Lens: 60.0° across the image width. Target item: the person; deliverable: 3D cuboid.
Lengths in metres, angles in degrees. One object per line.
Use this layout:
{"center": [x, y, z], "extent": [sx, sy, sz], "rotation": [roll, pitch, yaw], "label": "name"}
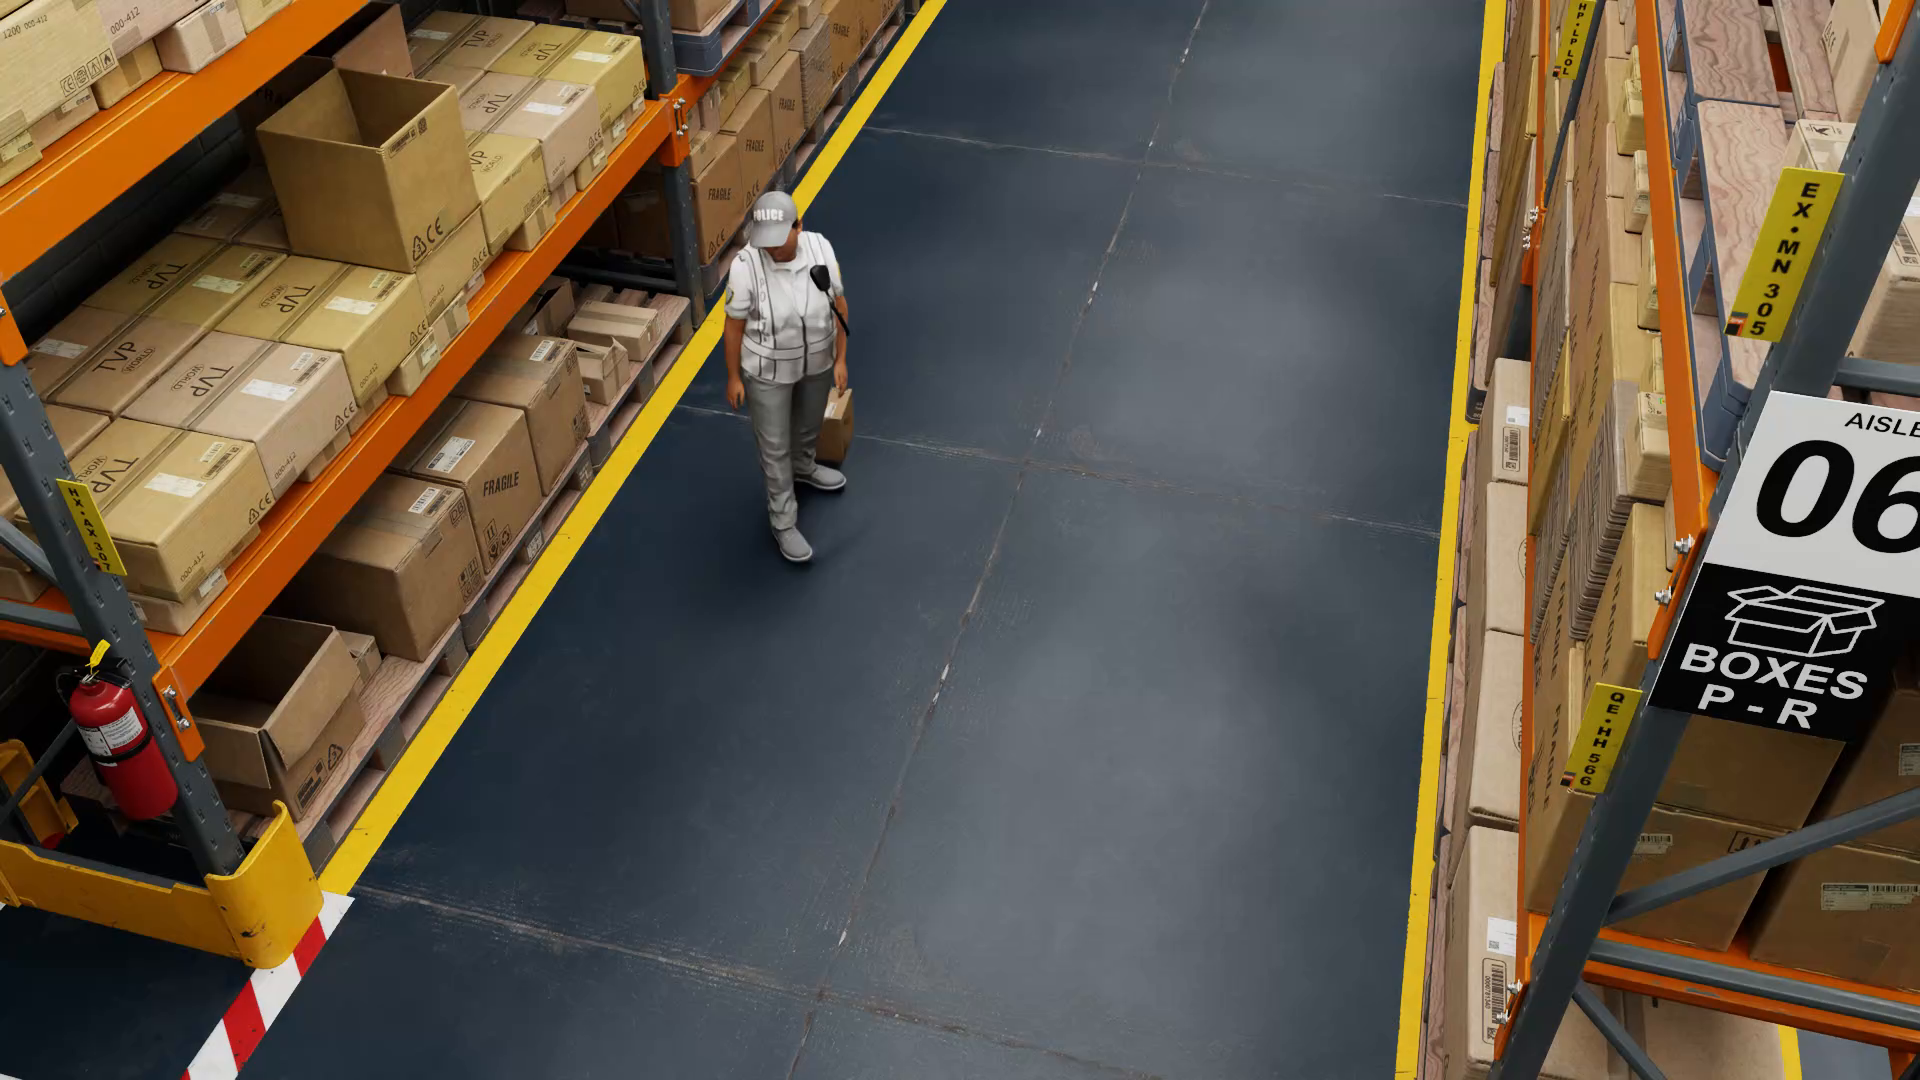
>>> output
{"center": [-0.708, -0.730, 6.961], "extent": [0.559, 1.646, 0.624], "rotation": [-22, 46, -23], "label": "person"}
